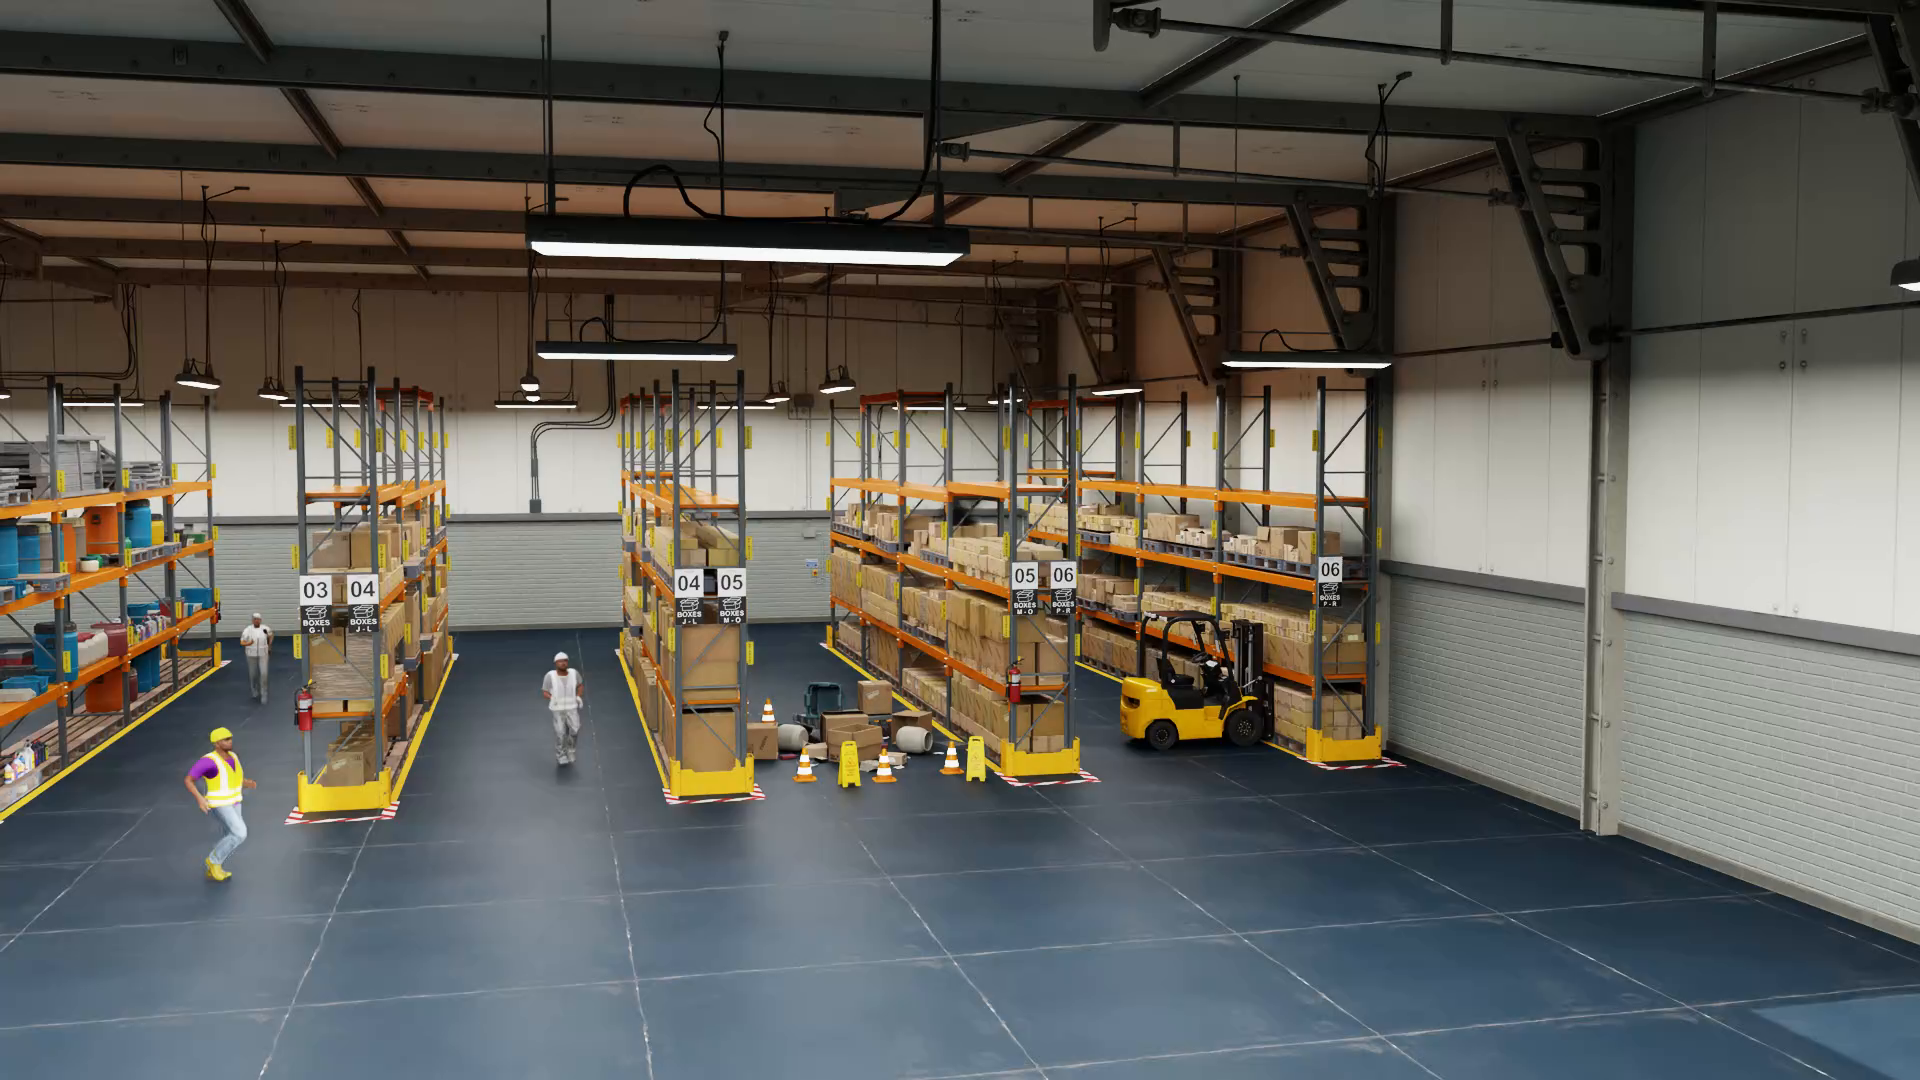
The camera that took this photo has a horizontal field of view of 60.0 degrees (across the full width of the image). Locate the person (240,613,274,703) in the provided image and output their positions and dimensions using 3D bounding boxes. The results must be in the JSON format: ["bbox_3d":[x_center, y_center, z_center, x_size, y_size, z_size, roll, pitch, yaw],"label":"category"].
[{"bbox_3d":[-13.504,2.245,31.963,0.598,1.688,0.876,-2,4,-24],"label":"person"}]

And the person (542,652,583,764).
[{"bbox_3d":[-6.065,2.593,25.485,0.637,1.735,0.615,-1,4,-23],"label":"person"}]

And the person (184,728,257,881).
[{"bbox_3d":[-8.309,2.992,18.861,0.646,1.725,0.687,1,3,9],"label":"person"}]
